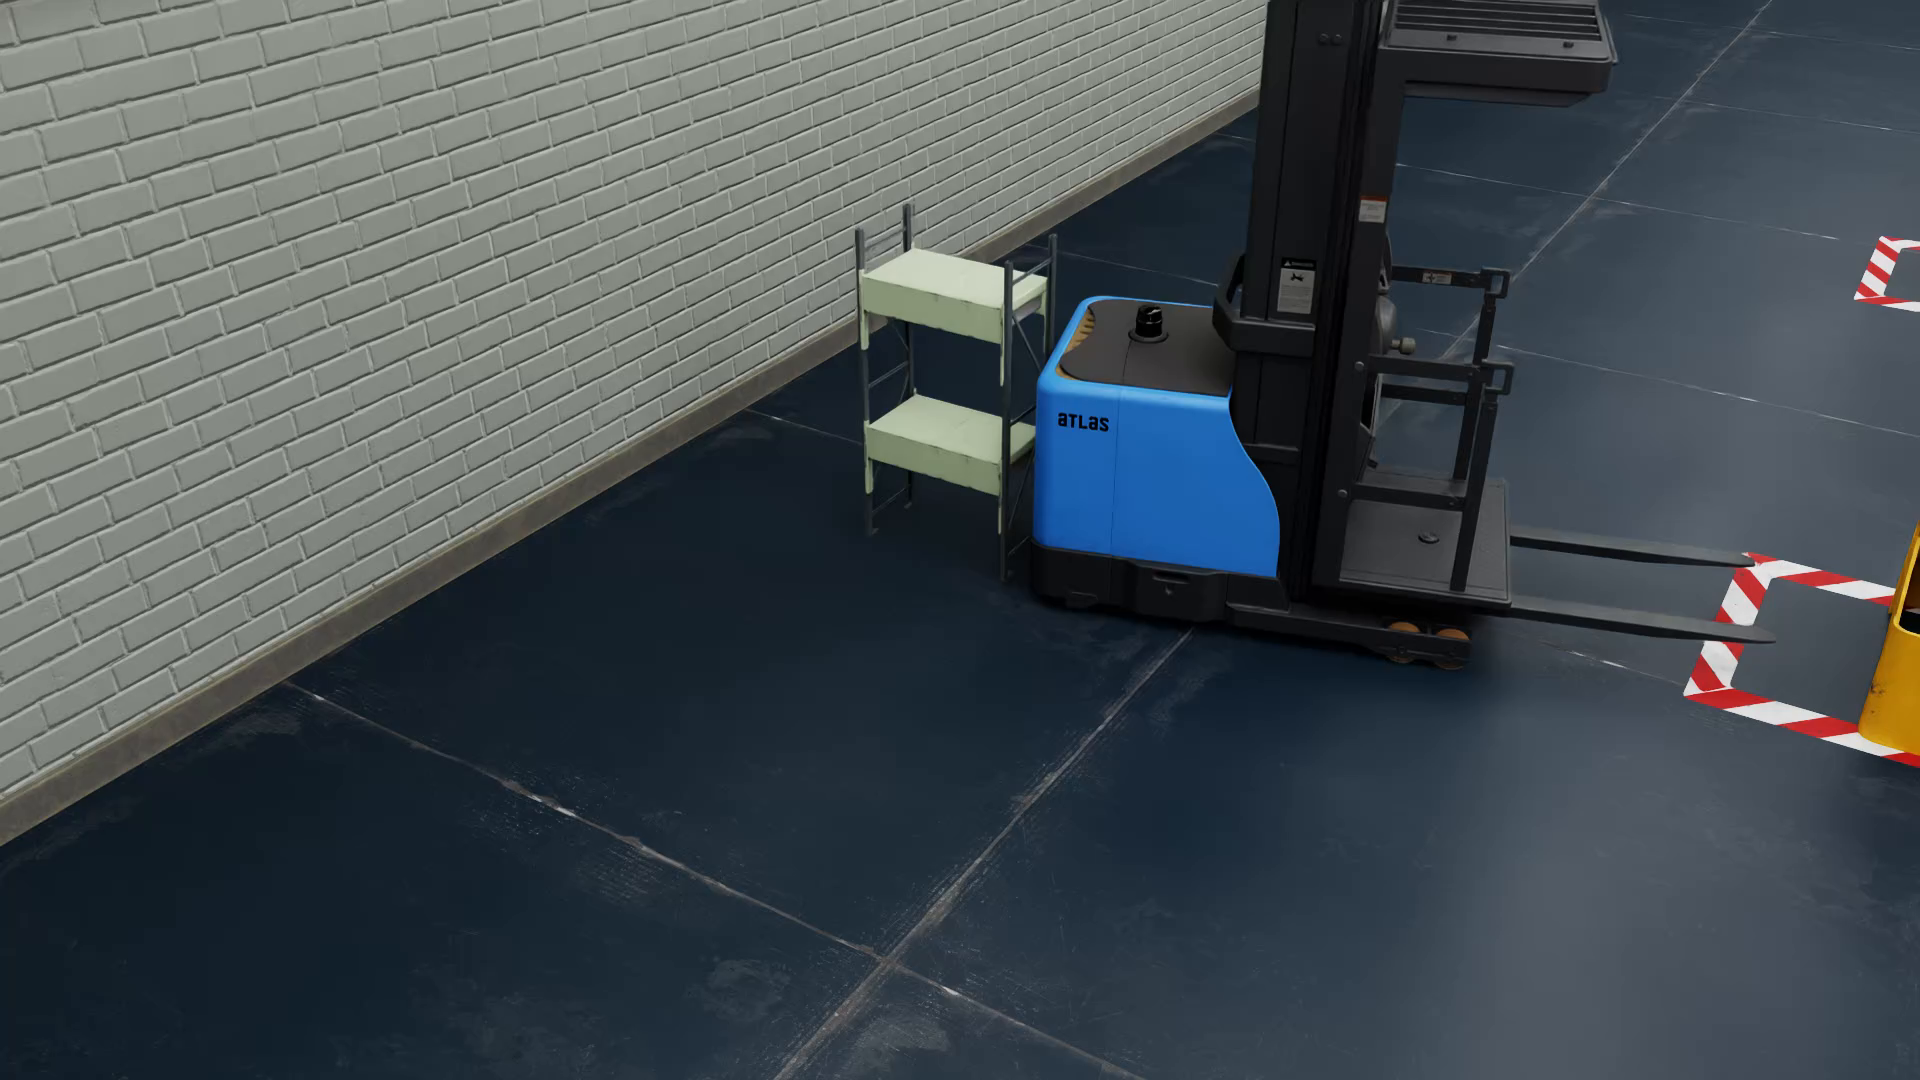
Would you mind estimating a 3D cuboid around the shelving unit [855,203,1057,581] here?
[{"bbox_3d":[-0.018,-0.648,7.373,0.755,1.500,0.431,17,34,27],"label":"shelving unit"}]

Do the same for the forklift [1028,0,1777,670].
[{"bbox_3d":[1.874,-1.030,6.607,3.031,2.935,1.130,8,31,13],"label":"forklift"}]

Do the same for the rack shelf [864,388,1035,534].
[{"bbox_3d":[-0.018,-0.367,7.537,0.720,0.370,0.431,17,34,27],"label":"rack shelf"}]

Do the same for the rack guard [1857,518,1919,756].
[{"bbox_3d":[3.925,0.344,6.664,0.348,0.500,1.175,18,35,27],"label":"rack guard"}]

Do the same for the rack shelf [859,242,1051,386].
[{"bbox_3d":[-0.018,-0.985,7.176,0.720,0.370,0.431,17,34,27],"label":"rack shelf"}]

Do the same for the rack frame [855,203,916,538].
[{"bbox_3d":[-0.329,-0.746,7.540,0.023,1.500,0.400,17,34,27],"label":"rack frame"}]

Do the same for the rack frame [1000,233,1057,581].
[{"bbox_3d":[0.293,-0.551,7.206,0.023,1.500,0.400,17,34,27],"label":"rack frame"}]
